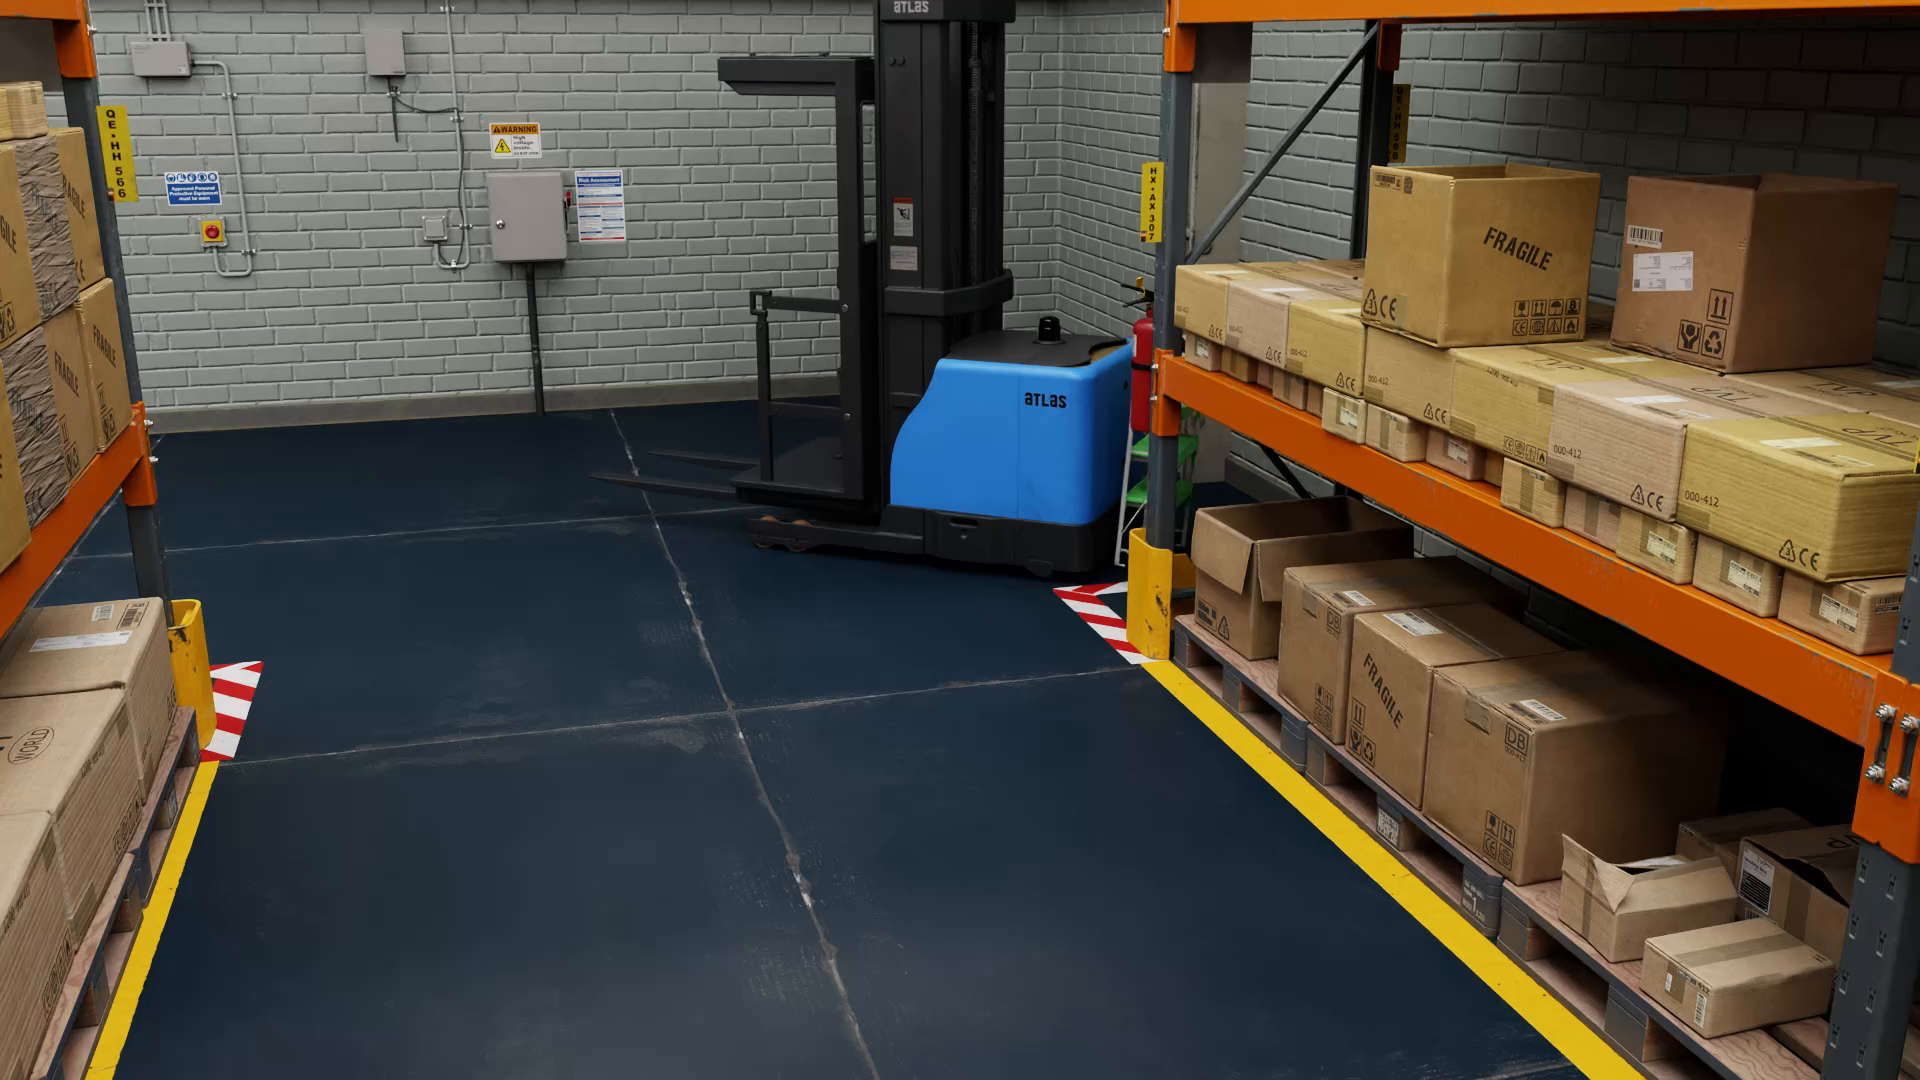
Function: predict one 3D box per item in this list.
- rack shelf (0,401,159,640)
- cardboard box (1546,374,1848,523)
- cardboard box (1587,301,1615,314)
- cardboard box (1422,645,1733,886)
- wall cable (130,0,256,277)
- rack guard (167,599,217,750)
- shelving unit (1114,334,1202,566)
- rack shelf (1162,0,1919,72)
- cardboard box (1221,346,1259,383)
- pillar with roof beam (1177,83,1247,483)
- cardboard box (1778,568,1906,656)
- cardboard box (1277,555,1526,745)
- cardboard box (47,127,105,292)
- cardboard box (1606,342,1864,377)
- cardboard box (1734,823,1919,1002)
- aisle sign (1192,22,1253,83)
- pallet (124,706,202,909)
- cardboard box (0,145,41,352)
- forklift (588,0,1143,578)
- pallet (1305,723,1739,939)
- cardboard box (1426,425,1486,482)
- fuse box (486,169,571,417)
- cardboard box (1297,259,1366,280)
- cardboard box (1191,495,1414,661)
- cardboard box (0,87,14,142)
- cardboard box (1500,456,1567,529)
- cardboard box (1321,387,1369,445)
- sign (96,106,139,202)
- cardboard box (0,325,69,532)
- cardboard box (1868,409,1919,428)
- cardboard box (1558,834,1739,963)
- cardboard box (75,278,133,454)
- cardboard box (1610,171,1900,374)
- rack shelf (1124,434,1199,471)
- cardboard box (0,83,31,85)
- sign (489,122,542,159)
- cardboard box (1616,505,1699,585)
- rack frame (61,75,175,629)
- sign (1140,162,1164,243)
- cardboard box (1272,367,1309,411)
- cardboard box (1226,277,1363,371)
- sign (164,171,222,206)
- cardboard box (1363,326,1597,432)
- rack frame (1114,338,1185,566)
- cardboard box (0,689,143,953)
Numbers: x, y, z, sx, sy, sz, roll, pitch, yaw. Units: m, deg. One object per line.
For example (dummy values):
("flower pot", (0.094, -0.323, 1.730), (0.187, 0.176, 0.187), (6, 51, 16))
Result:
("rack shelf", (-2.902, 0.266, 4.102), (1.077, 0.370, 4.000), (-5, 17, -15))
("cardboard box", (1.892, -0.248, 4.308), (0.500, 0.250, 0.500), (-5, 17, -15))
("cardboard box", (1.973, -0.709, 5.843), (0.500, 0.250, 0.500), (-4, 17, -14))
("cardboard box", (1.879, 0.674, 5.108), (0.700, 0.500, 0.500), (-5, 18, -17))
("wall cable", (-5.024, -2.691, 10.876), (0.585, 1.953, 0.123), (-5, 17, -15))
("rack guard", (-3.459, 0.559, 6.222), (1.175, 0.500, 0.348), (-5, 17, -15))
("shelving unit", (1.034, -0.488, 8.458), (0.258, 1.200, 0.503), (11, 20, 20))
("rack shelf", (1.869, -1.564, 4.981), (1.077, 0.370, 4.000), (-5, 17, -15))
("cardboard box", (1.261, -0.725, 6.590), (0.380, 0.149, 0.250), (-4, 17, -14))
("pillar with roof beam", (-2.694, -4.375, 7.875), (9.100, 9.000, 0.400), (-5, 17, -15))
("cardboard box", (2.088, 0.133, 3.730), (0.380, 0.149, 0.250), (-4, 17, -14))
("cardboard box", (1.594, 0.387, 6.064), (0.700, 0.500, 0.500), (-4, 17, -13))
("cardboard box", (-3.091, -1.044, 5.301), (0.500, 0.500, 0.500), (-4, 17, -13))
("cardboard box", (2.258, -0.429, 4.909), (0.500, 0.250, 0.500), (-4, 17, -14))
("cardboard box", (2.465, 0.967, 4.464), (0.500, 0.311, 0.500), (-4, 17, -13))
("aisle sign", (1.018, -2.266, 6.762), (0.394, 0.787, 0.004), (-5, 17, -15))
("pallet", (-3.157, 0.919, 5.526), (1.003, 0.211, 1.213), (-5, 17, -15))
("cardboard box", (-2.786, -0.765, 4.371), (0.500, 0.500, 0.500), (-5, 17, -16))
("forklift", (-0.577, -1.473, 8.760), (3.031, 2.935, 1.130), (7, 18, 22))
("pallet", (1.892, 0.889, 5.627), (1.003, 0.211, 1.213), (-5, 17, -15))
("cardboard box", (1.681, -0.295, 5.156), (0.380, 0.149, 0.250), (-5, 17, -15))
("fuse box", (-2.964, -1.698, 11.631), (0.539, 1.711, 0.414), (-5, 17, -15))
("cardboard box", (1.701, -0.989, 6.776), (0.500, 0.250, 0.500), (-4, 17, -14))
("cardboard box", (1.397, 0.146, 6.861), (0.797, 0.503, 0.637), (-5, 18, -17))
("cardboard box", (-2.886, -1.180, 4.626), (0.380, 0.149, 0.250), (-4, 17, -14))
("cardboard box", (1.758, -0.150, 4.674), (0.380, 0.149, 0.250), (-5, 17, -16))
("cardboard box", (1.452, -0.432, 5.612), (0.380, 0.149, 0.250), (-5, 17, -17))
("sign", (-2.926, -1.339, 5.770), (0.100, 0.325, 0.005), (-5, 17, -15))
("cardboard box", (-2.791, -0.285, 4.515), (0.500, 0.500, 0.500), (-4, 17, -14))
("cardboard box", (2.542, -0.148, 3.973), (0.500, 0.250, 0.500), (-5, 17, -16))
("cardboard box", (1.885, 0.960, 4.565), (0.396, 0.266, 0.258), (-4, 17, -13))
("cardboard box", (-3.065, -0.567, 5.452), (0.500, 0.500, 0.500), (-5, 17, -15))
("cardboard box", (2.265, -0.781, 4.779), (0.500, 0.500, 0.500), (-5, 17, -17))
("rack shelf", (1.029, -0.427, 8.478), (0.258, 0.148, 0.480), (11, 20, 20))
("cardboard box", (-3.068, -1.317, 5.084), (0.380, 0.149, 0.250), (-4, 17, -14))
("sign", (-3.074, -2.764, 11.503), (0.339, 0.242, 0.001), (-5, 17, -15))
("cardboard box", (1.901, -0.007, 4.197), (0.380, 0.149, 0.250), (-4, 17, -14))
("rack frame", (-3.452, -0.632, 5.841), (1.000, 3.000, 0.127), (-5, 17, -15))
("sign", (0.798, -1.397, 6.883), (0.100, 0.325, 0.005), (-5, 17, -15))
("cardboard box", (1.377, -0.581, 6.108), (0.380, 0.149, 0.250), (-4, 17, -14))
("cardboard box", (1.324, -0.809, 6.176), (0.500, 0.250, 0.500), (-5, 17, -15))
("sign", (-5.087, -2.332, 11.032), (0.327, 0.218, 0.001), (-5, 17, -15))
("cardboard box", (1.627, -0.530, 5.245), (0.500, 0.250, 0.500), (-5, 17, -17))
("rack frame", (0.942, -0.423, 8.241), (0.240, 1.200, 0.015), (11, 20, 20))
("cardboard box", (-2.915, 0.821, 4.727), (0.875, 0.438, 0.875), (-4, 17, -14))
